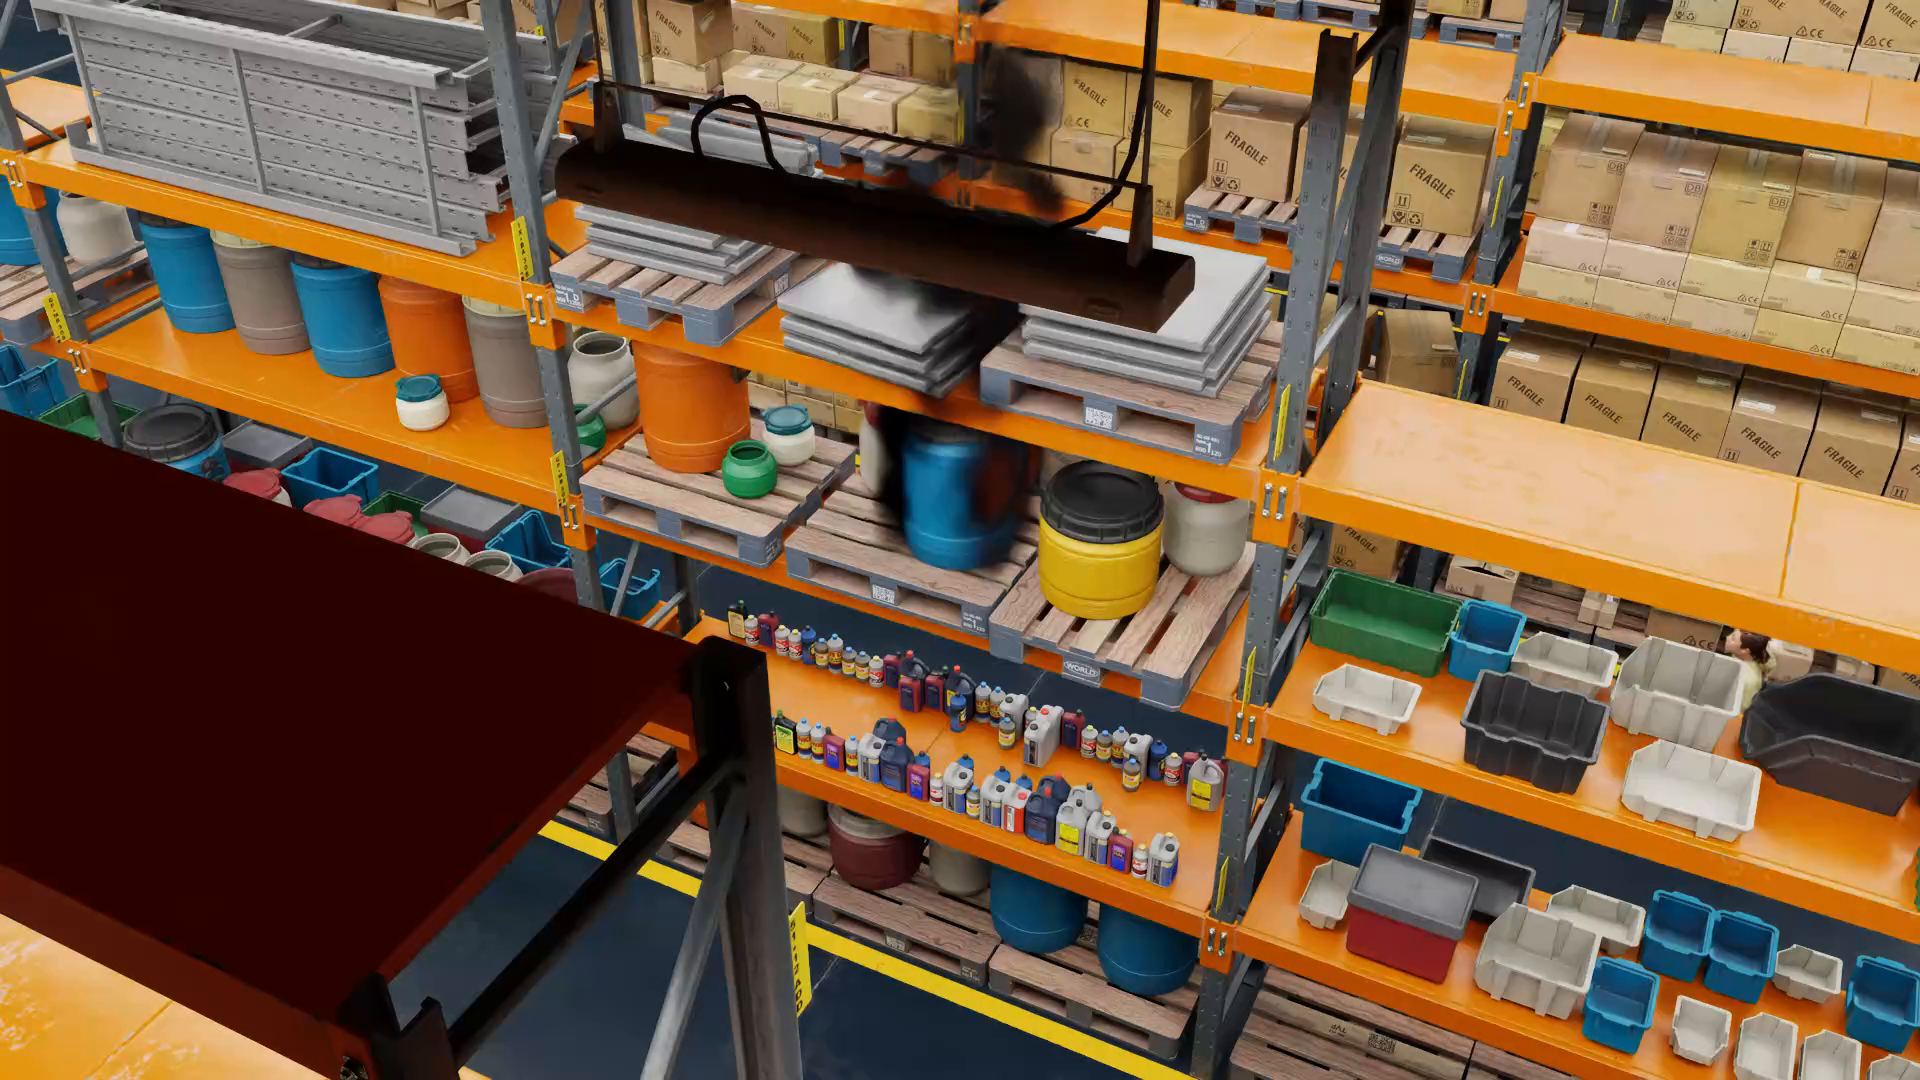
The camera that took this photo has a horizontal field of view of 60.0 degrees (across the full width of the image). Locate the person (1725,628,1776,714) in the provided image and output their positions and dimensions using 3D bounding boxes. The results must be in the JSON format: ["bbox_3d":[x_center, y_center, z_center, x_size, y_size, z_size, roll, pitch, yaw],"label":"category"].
[{"bbox_3d":[4.964,1.211,10.716,0.755,1.658,0.589,8,36,12],"label":"person"}]
